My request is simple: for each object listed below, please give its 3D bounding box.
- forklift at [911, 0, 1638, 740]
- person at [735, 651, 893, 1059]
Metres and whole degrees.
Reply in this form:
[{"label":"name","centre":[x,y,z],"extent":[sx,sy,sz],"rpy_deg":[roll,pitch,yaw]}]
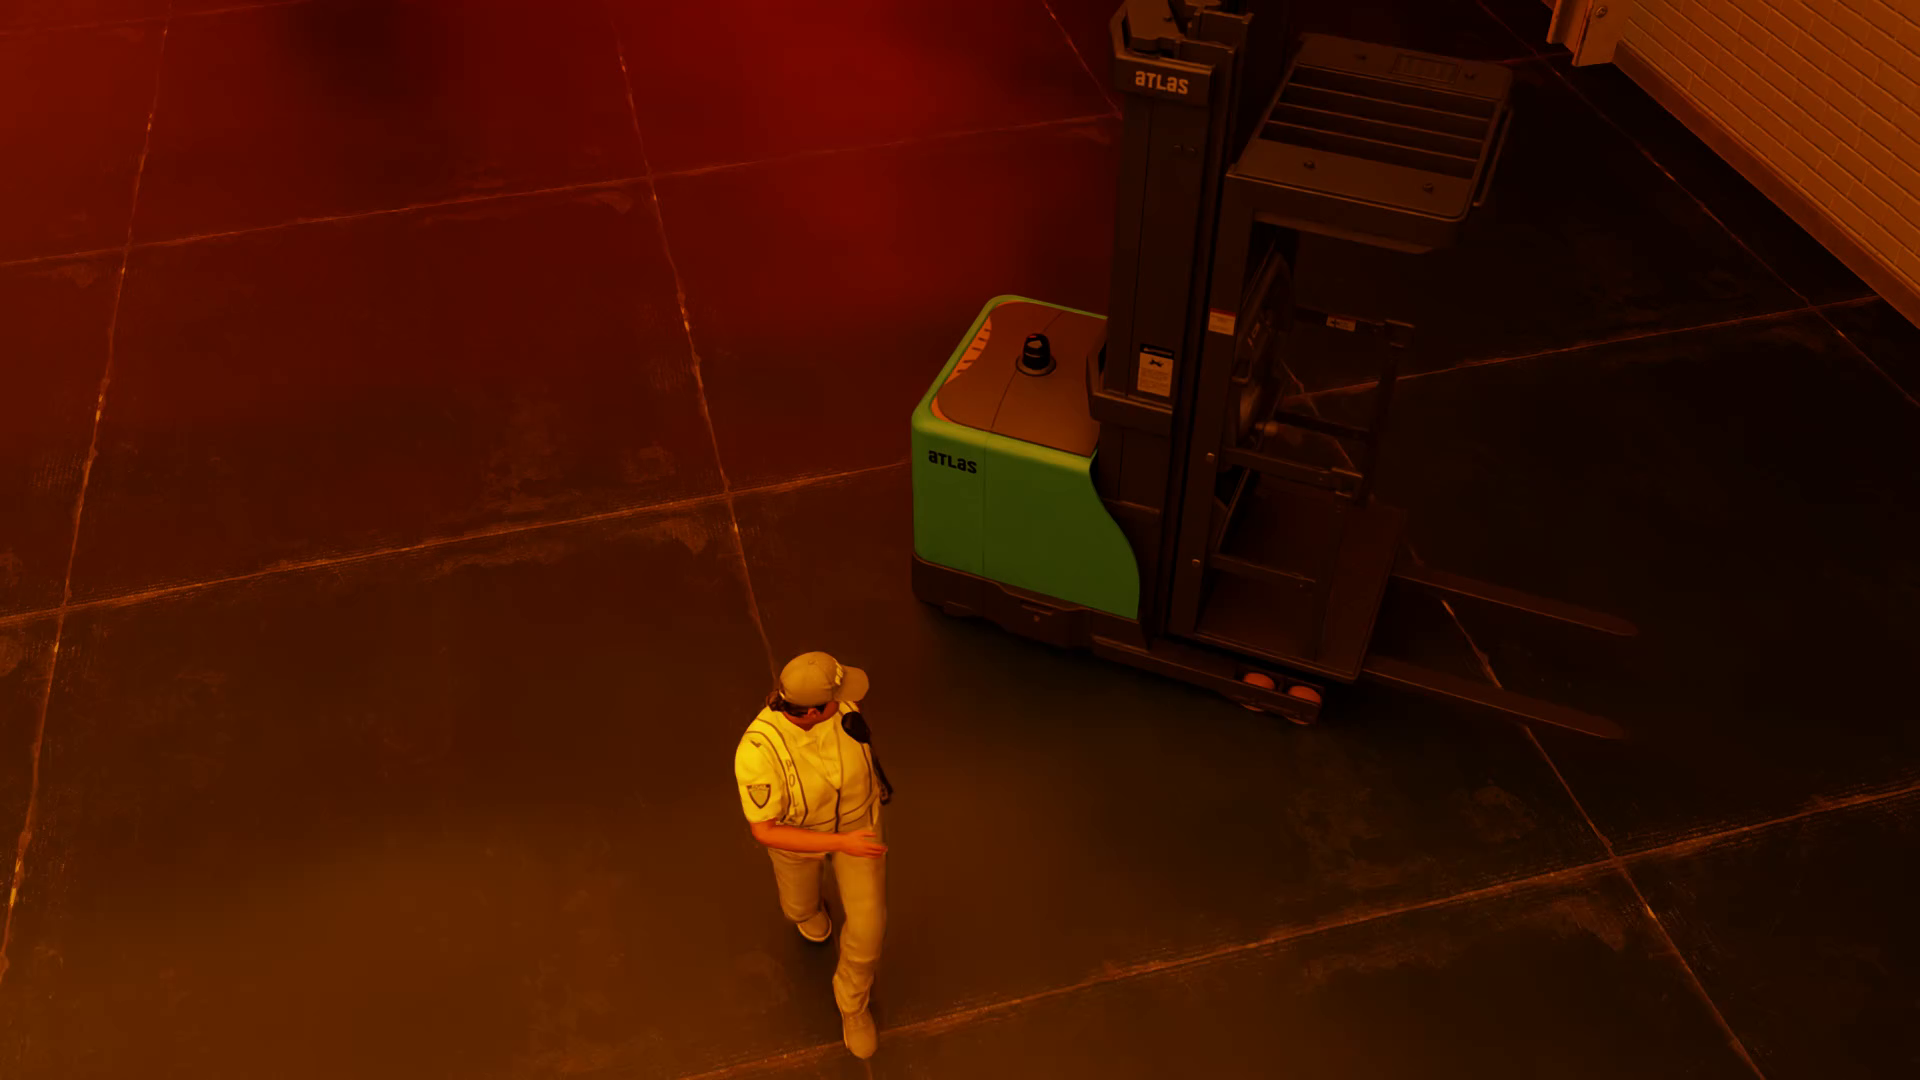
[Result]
[{"label":"forklift","centre":[1.353,-0.711,6.397],"extent":[3.031,2.935,1.130],"rpy_deg":[15,46,16]},{"label":"person","centre":[-0.472,0.972,5.621],"extent":[0.514,1.621,0.891],"rpy_deg":[-12,45,-13]}]
